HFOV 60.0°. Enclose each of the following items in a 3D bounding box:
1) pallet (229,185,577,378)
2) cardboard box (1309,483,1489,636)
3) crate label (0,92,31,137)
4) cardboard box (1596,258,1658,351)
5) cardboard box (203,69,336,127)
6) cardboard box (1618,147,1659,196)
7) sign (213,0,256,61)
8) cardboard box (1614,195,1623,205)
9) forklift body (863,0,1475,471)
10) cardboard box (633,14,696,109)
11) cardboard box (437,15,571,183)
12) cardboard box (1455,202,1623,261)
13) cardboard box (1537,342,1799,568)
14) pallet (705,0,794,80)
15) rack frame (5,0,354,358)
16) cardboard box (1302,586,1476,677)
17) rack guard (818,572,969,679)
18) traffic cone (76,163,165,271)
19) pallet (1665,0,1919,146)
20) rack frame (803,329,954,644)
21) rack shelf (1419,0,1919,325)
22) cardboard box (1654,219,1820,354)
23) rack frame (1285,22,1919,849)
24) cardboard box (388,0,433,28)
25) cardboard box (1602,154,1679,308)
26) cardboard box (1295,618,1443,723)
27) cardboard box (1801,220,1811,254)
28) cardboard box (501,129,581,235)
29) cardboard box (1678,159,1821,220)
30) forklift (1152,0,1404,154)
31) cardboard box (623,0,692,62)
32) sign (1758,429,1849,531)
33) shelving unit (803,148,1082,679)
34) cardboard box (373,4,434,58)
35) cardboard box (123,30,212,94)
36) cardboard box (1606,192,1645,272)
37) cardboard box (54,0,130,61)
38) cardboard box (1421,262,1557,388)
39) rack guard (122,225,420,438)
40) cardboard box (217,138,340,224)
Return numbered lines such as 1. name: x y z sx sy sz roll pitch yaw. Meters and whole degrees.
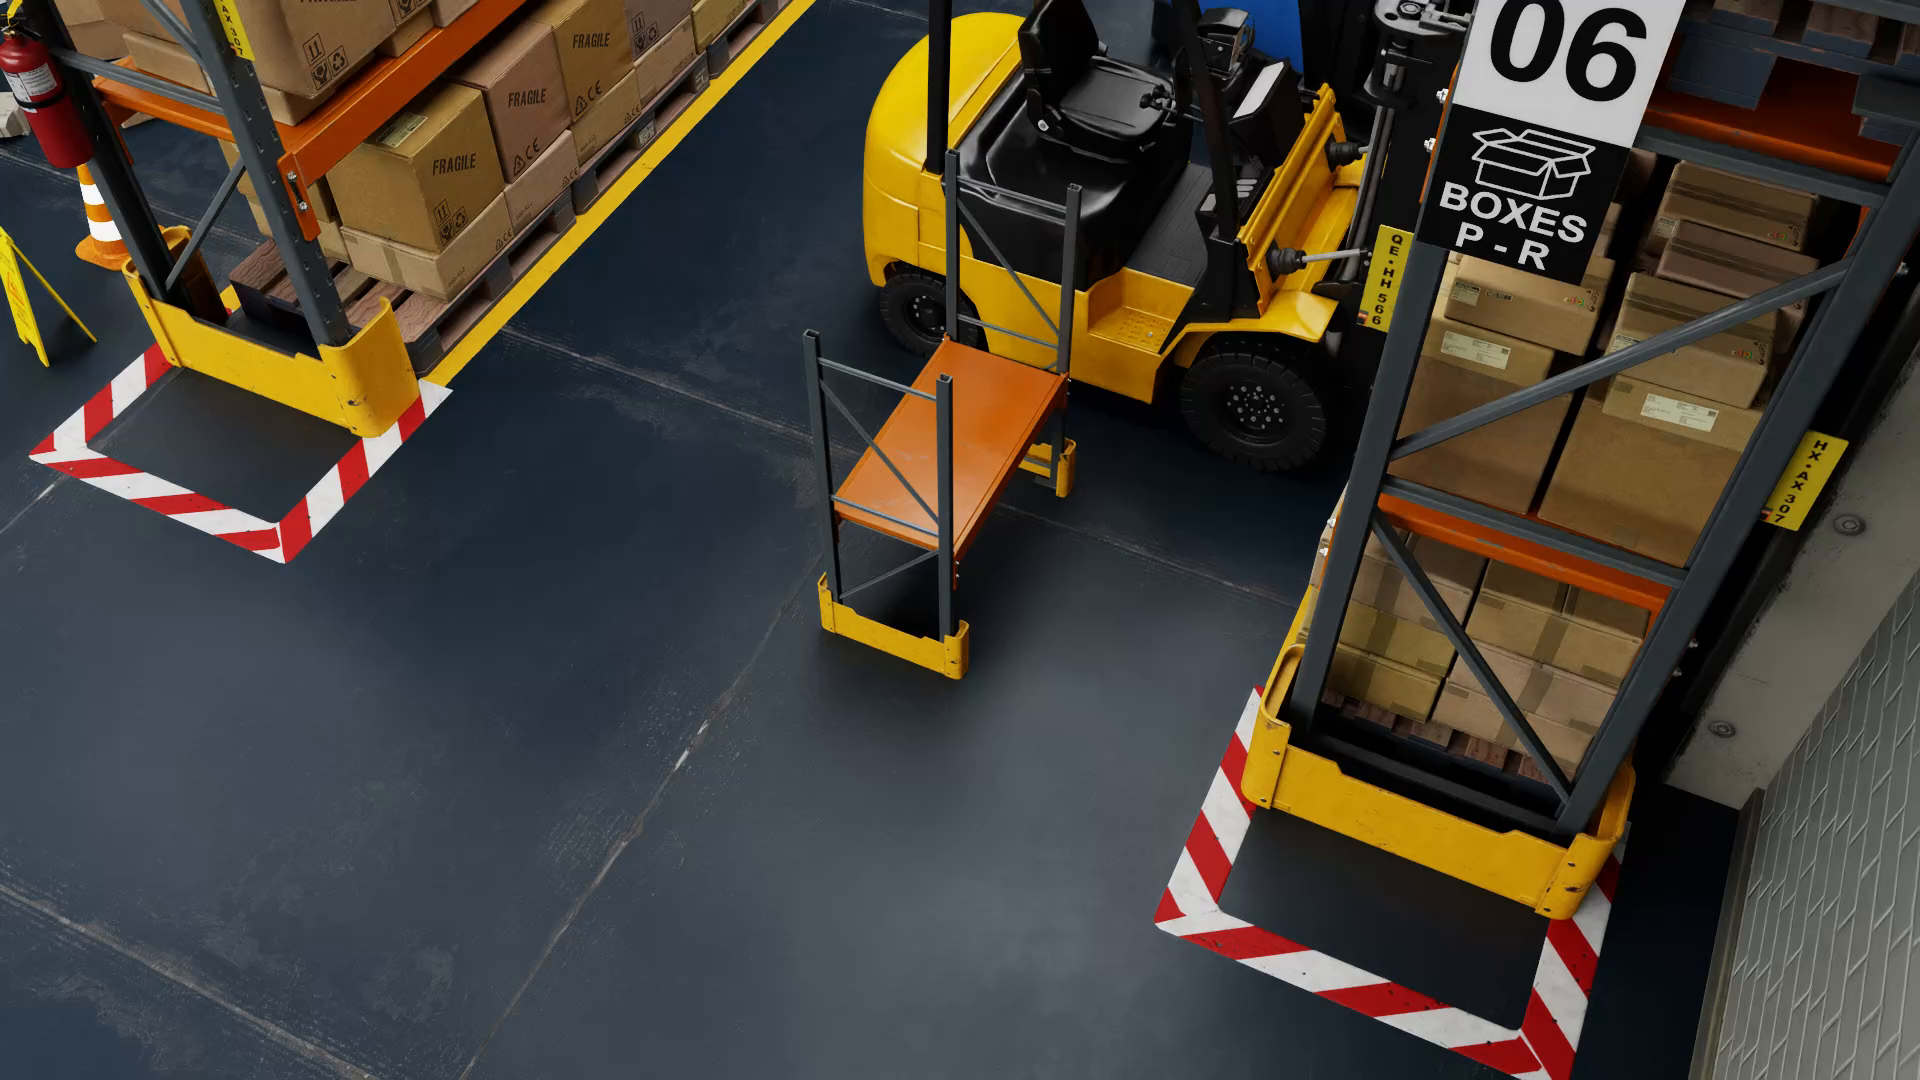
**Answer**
1. pallet: -2.504 -1.333 7.560 1.003 0.211 1.213 20 52 16
2. cardboard box: 1.489 -0.011 5.478 0.500 0.250 0.500 21 53 17
3. crate label: -4.767 -2.113 8.273 0.250 0.136 0.298 -4 50 -3
4. cardboard box: 2.002 -0.606 4.620 0.380 0.149 0.250 20 52 16
5. cardboard box: -2.583 -1.721 6.225 0.380 0.149 0.250 20 52 16
6. cardboard box: 1.875 -1.194 4.925 0.380 0.149 0.250 20 53 16
7. sign: -2.425 -1.740 5.508 0.100 0.325 0.005 20 52 16
8. cardboard box: 1.718 -0.941 4.904 0.380 0.149 0.250 21 53 17
9. forklift body: 0.735 -1.648 6.555 2.313 2.155 1.214 20 52 16
10. cardboard box: -1.656 -2.422 8.186 0.500 0.250 0.500 21 53 17
11. cardboard box: -2.092 -1.968 7.307 0.500 0.500 0.500 18 52 15
12. cardboard box: 1.614 -0.858 4.639 0.380 0.149 0.250 20 52 16
13. cardboard box: 2.037 -0.307 4.791 0.500 0.500 0.500 21 53 17
14. pallet: -1.461 -3.013 8.990 1.003 0.211 1.213 20 52 16
15. rack frame: -2.915 -1.636 5.988 1.000 3.000 0.127 20 52 16
16. cardboard box: 1.500 0.132 5.684 0.500 0.250 0.500 19 52 16
17. rack guard: -0.245 0.314 6.133 0.587 0.250 0.087 20 52 16
18. traffic cone: -3.898 -1.530 7.563 0.336 0.463 0.334 20 52 16
19. pallet: 1.900 -1.445 3.914 1.003 0.211 1.213 20 52 16
20. rack frame: -0.254 -0.077 5.646 0.500 1.500 0.032 20 52 16
21. rack shelf: 2.429 -2.140 4.919 1.077 0.370 4.000 20 52 16
22. cardboard box: 2.081 -0.687 4.493 0.380 0.149 0.250 21 53 17
23. rack frame: 1.574 -0.024 4.616 1.000 3.000 0.127 20 52 16
24. cardboard box: -2.244 -2.359 6.341 0.500 0.500 0.500 21 53 17
25. cardboard box: 2.450 -1.021 5.398 0.500 0.500 0.500 19 52 16
26. cardboard box: 1.489 0.305 5.866 0.500 0.250 0.500 20 53 16
27. cardboard box: 2.285 -0.943 4.907 0.380 0.149 0.250 18 52 15
28. cardboard box: -2.096 -1.696 7.568 0.500 0.250 0.500 22 53 17
29. cardboard box: 2.272 -1.046 4.798 0.380 0.149 0.250 20 53 16
30. forklift: 2.388 -3.005 7.198 1.130 2.935 3.031 -36 58 -27
31. cardboard box: -1.649 -2.681 7.914 0.500 0.500 0.500 22 53 18
32. sign: 2.073 -0.145 4.099 0.100 0.325 0.005 20 52 16
33. shelving unit: -0.033 -0.434 5.949 0.587 1.500 1.083 20 52 16
34. cardboard box: -2.301 -2.056 6.510 0.380 0.149 0.250 18 52 15
35. cardboard box: -2.949 -1.882 6.362 0.380 0.149 0.250 21 53 17
36. cardboard box: 1.777 -0.835 5.240 0.500 0.500 0.500 21 53 17
37. cardboard box: -4.454 -2.860 8.669 0.797 0.503 0.637 -11 51 -9
38. cardboard box: 1.469 -0.596 4.611 0.380 0.149 0.250 21 53 17
39. rack guard: -2.883 -0.878 6.984 1.175 0.500 0.348 20 52 16
40. cardboard box: -2.809 -1.761 7.131 0.500 0.500 0.500 20 53 16
